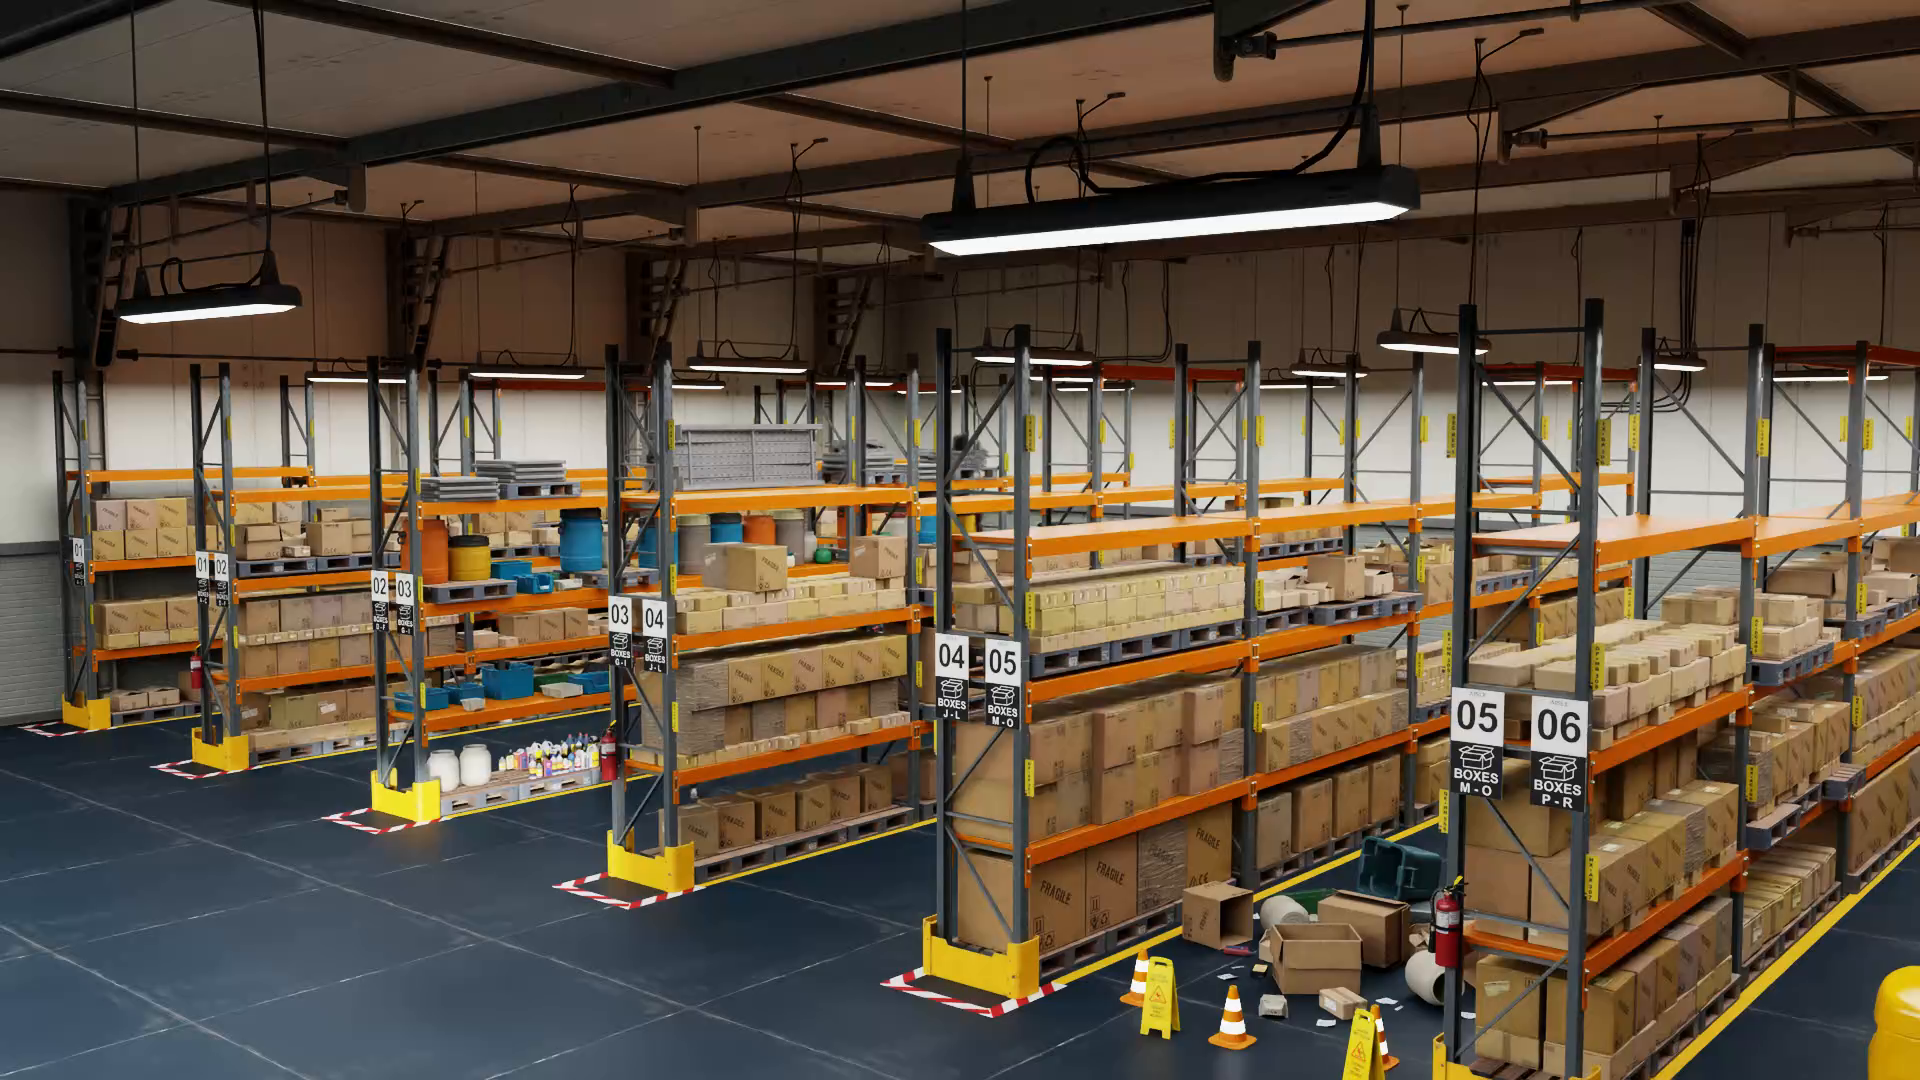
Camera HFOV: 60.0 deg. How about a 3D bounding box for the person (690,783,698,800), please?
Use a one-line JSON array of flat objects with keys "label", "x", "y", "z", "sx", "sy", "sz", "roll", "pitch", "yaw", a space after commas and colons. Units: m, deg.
[{"label": "person", "x": -3.703, "y": 2.729, "z": 22.911, "sx": 0.541, "sy": 1.568, "sz": 0.915, "roll": 0, "pitch": 4, "yaw": 5}]
